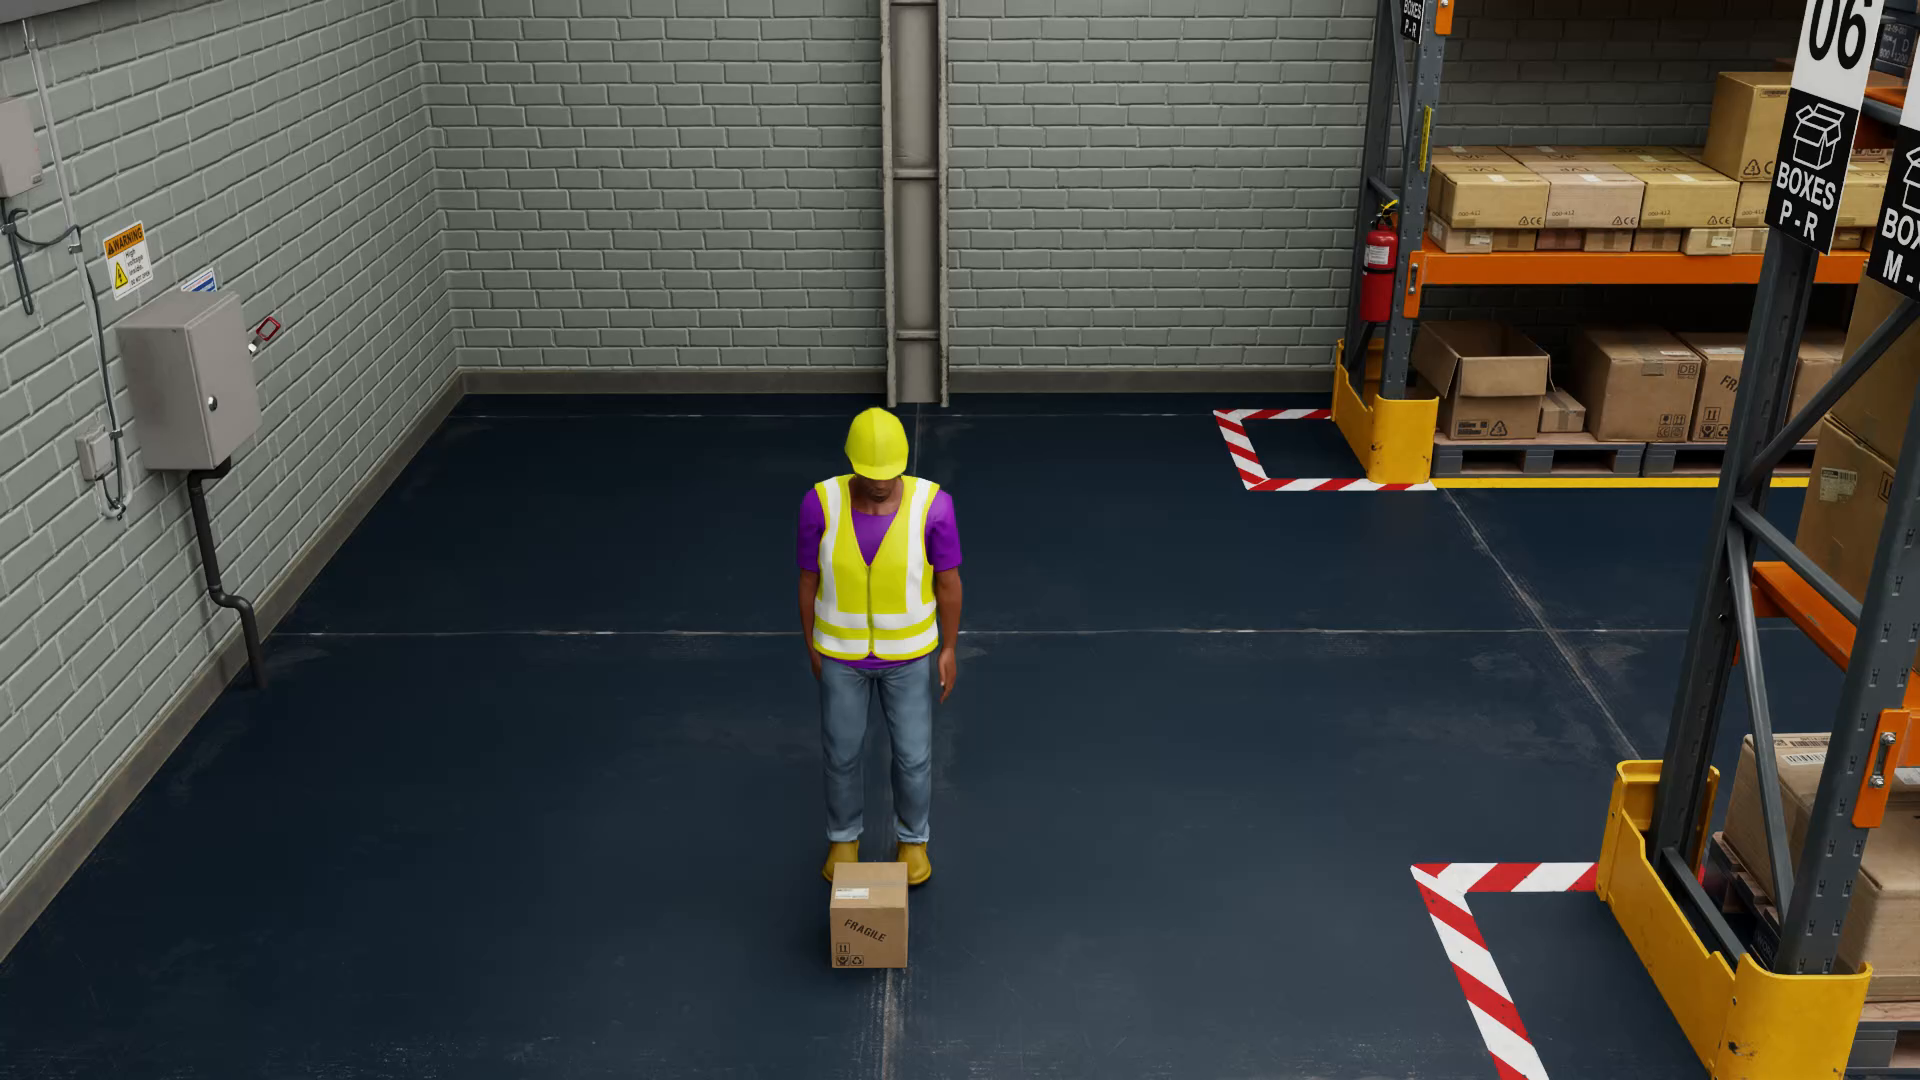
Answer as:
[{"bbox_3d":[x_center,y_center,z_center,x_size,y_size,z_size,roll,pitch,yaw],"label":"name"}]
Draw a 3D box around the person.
[{"bbox_3d":[-0.275,0.375,5.739,0.568,1.760,0.368,0,24,1],"label":"person"}]
